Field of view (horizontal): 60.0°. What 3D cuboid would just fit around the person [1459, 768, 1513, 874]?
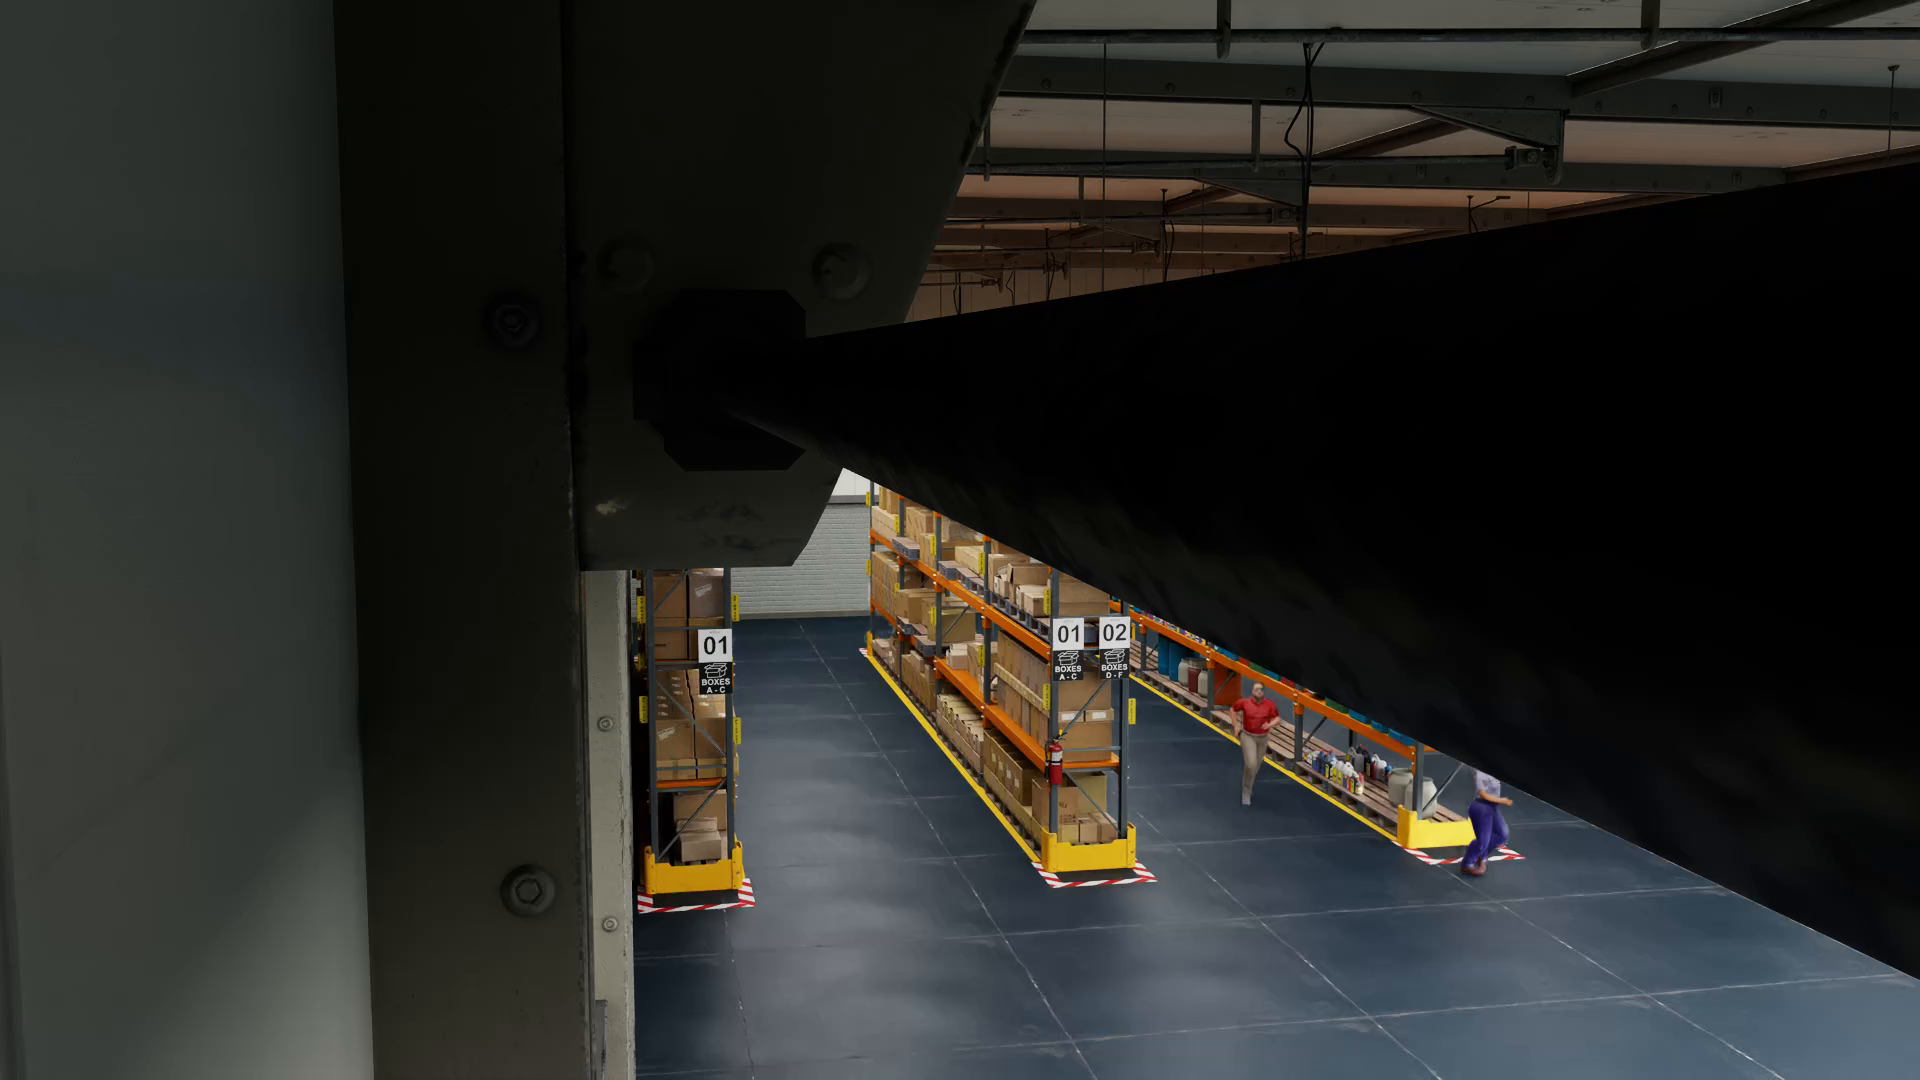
[{"bbox_3d":[6.559,3.416,20.664,0.630,1.554,0.617,3,7,28],"label":"person"}]

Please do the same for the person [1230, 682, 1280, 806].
[{"bbox_3d":[4.320,2.953,24.324,0.663,1.784,0.717,-1,6,-10],"label":"person"}]
